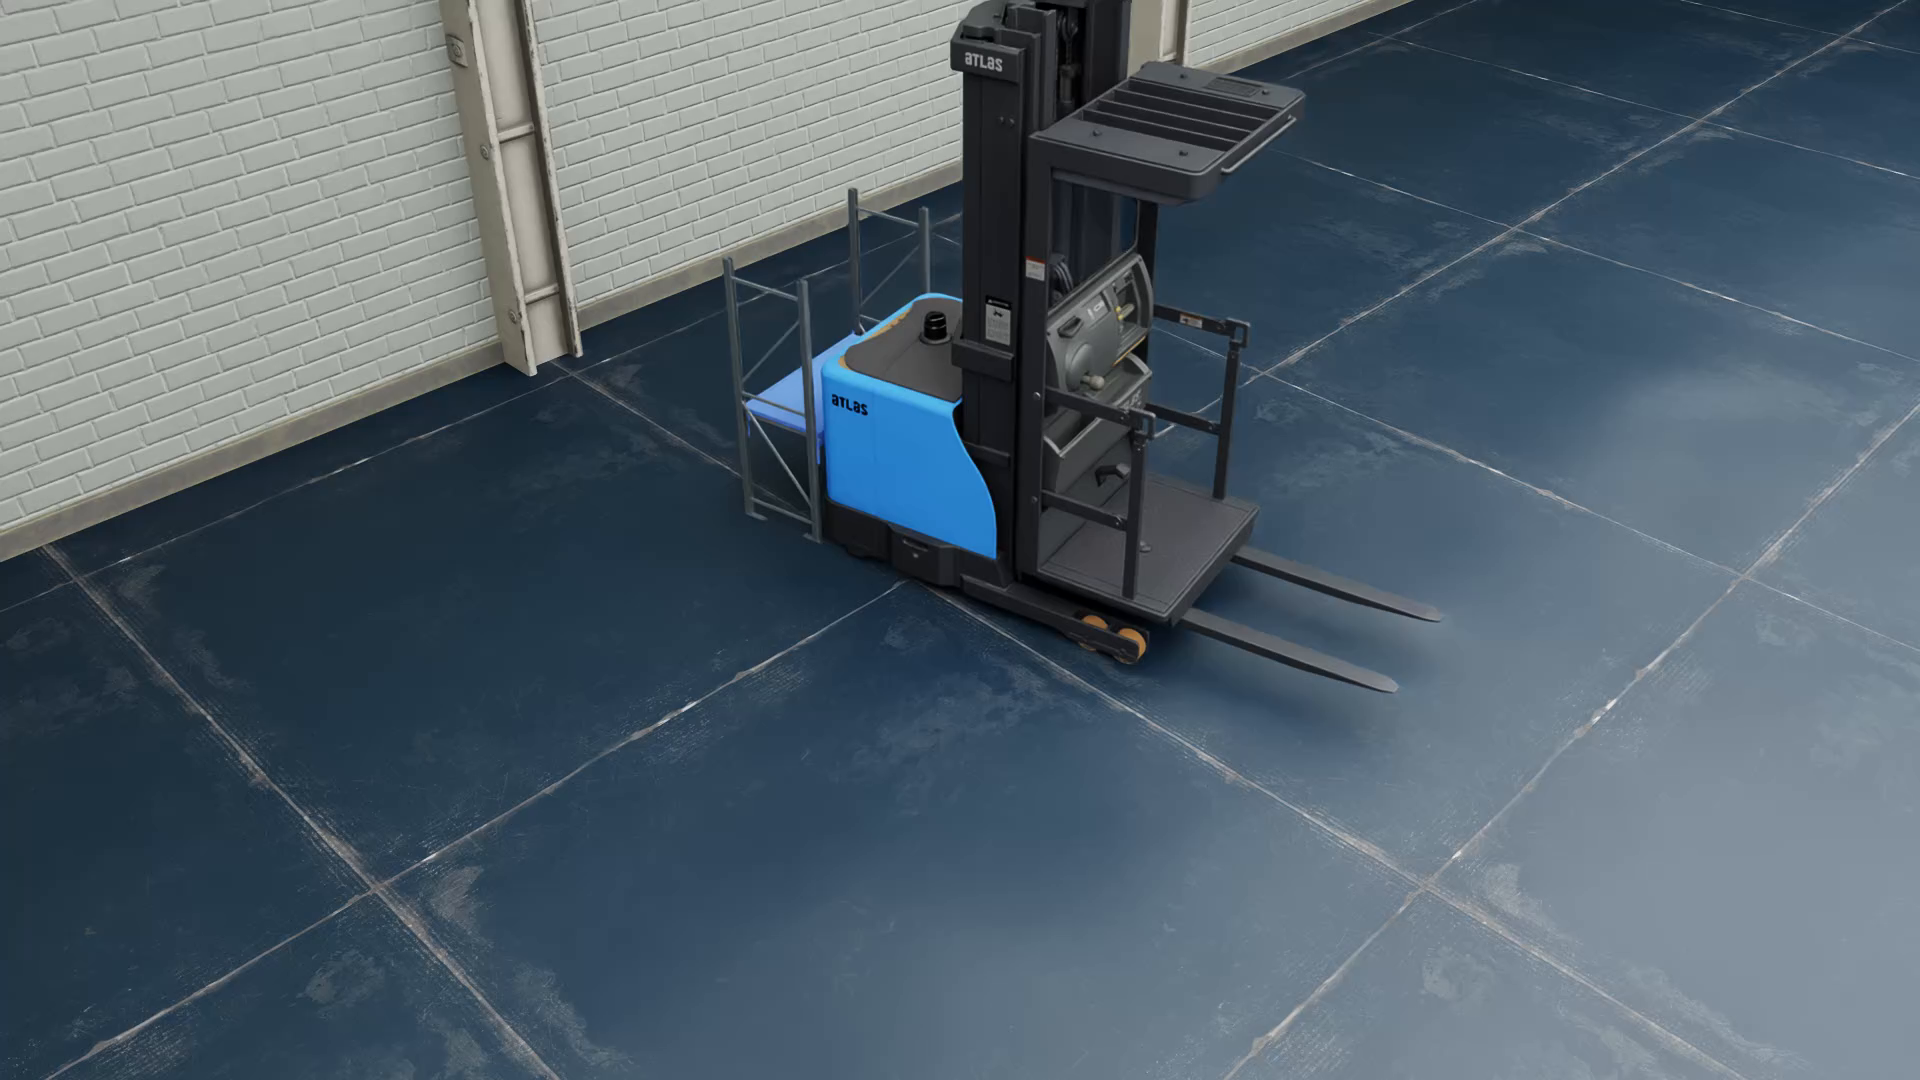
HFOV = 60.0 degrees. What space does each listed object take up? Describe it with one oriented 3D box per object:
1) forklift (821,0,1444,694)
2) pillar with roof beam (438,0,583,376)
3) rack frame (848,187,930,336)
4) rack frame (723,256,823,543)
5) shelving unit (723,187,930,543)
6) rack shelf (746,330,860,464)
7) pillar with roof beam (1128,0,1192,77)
[{"bbox_3d":[0.824,-0.962,7.558,3.031,2.935,1.130,20,39,26],"label":"forklift"},{"bbox_3d":[0.453,-3.098,5.316,9.100,9.000,0.400,30,45,35],"label":"pillar with roof beam"},{"bbox_3d":[-0.377,-1.167,9.103,0.500,1.500,0.032,21,40,27],"label":"rack frame"},{"bbox_3d":[-0.938,-0.682,8.408,0.500,1.500,0.032,21,40,27],"label":"rack frame"},{"bbox_3d":[-0.658,-0.925,8.756,0.538,1.500,1.048,21,40,27],"label":"shelving unit"},{"bbox_3d":[-0.658,-0.777,8.859,0.538,0.185,1.000,21,40,27],"label":"rack shelf"},{"bbox_3d":[4.680,-5.534,8.809,9.100,9.000,0.400,30,45,35],"label":"pillar with roof beam"}]
